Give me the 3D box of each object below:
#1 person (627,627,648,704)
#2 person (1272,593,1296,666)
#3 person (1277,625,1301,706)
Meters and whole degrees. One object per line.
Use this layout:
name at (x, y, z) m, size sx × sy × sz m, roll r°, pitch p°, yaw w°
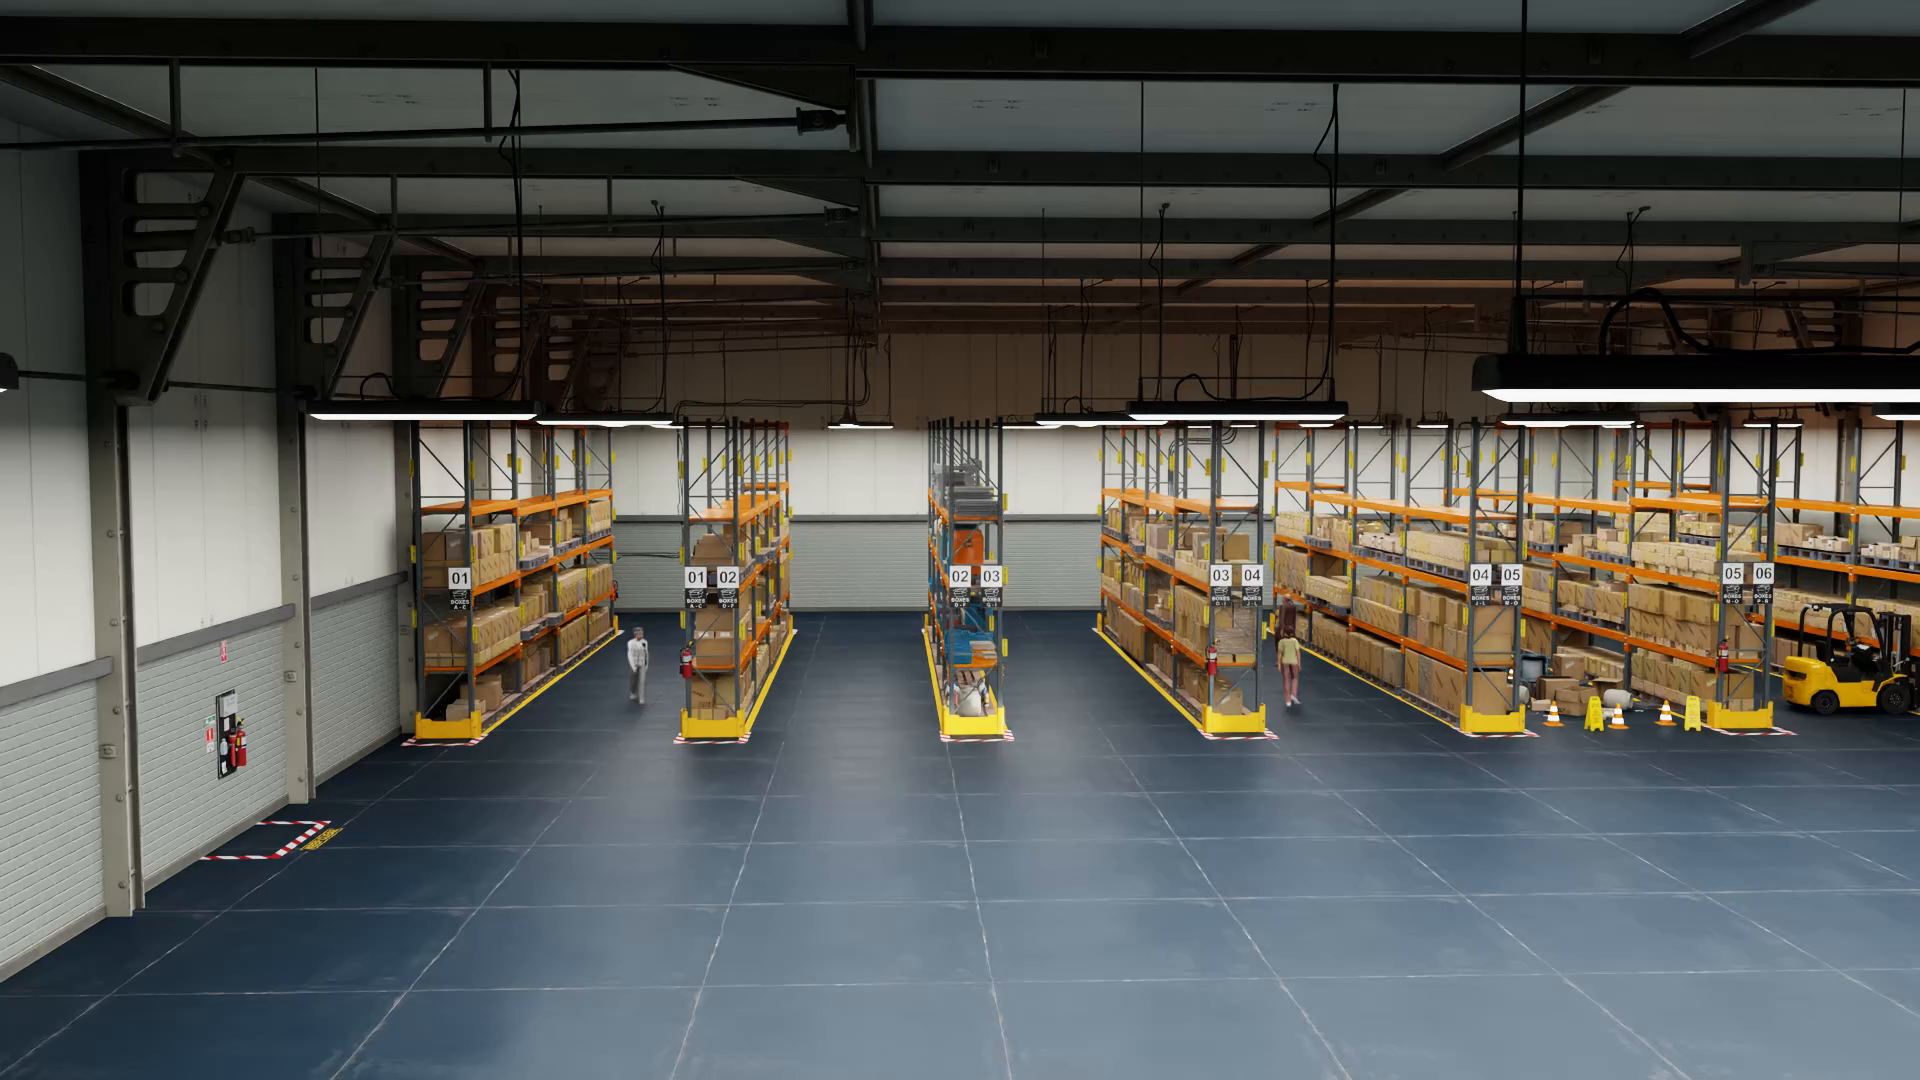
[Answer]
person at (-6.771, 2.628, 35.022) m, size 0.464 × 1.582 × 1.067 m, roll -1°, pitch 4°, yaw -18°
person at (7.973, 2.214, 40.440) m, size 0.576 × 1.813 × 0.595 m, roll -1°, pitch 4°, yaw -17°
person at (6.868, 2.617, 34.713) m, size 0.486 × 1.655 × 0.515 m, roll 1°, pitch 4°, yaw 10°
